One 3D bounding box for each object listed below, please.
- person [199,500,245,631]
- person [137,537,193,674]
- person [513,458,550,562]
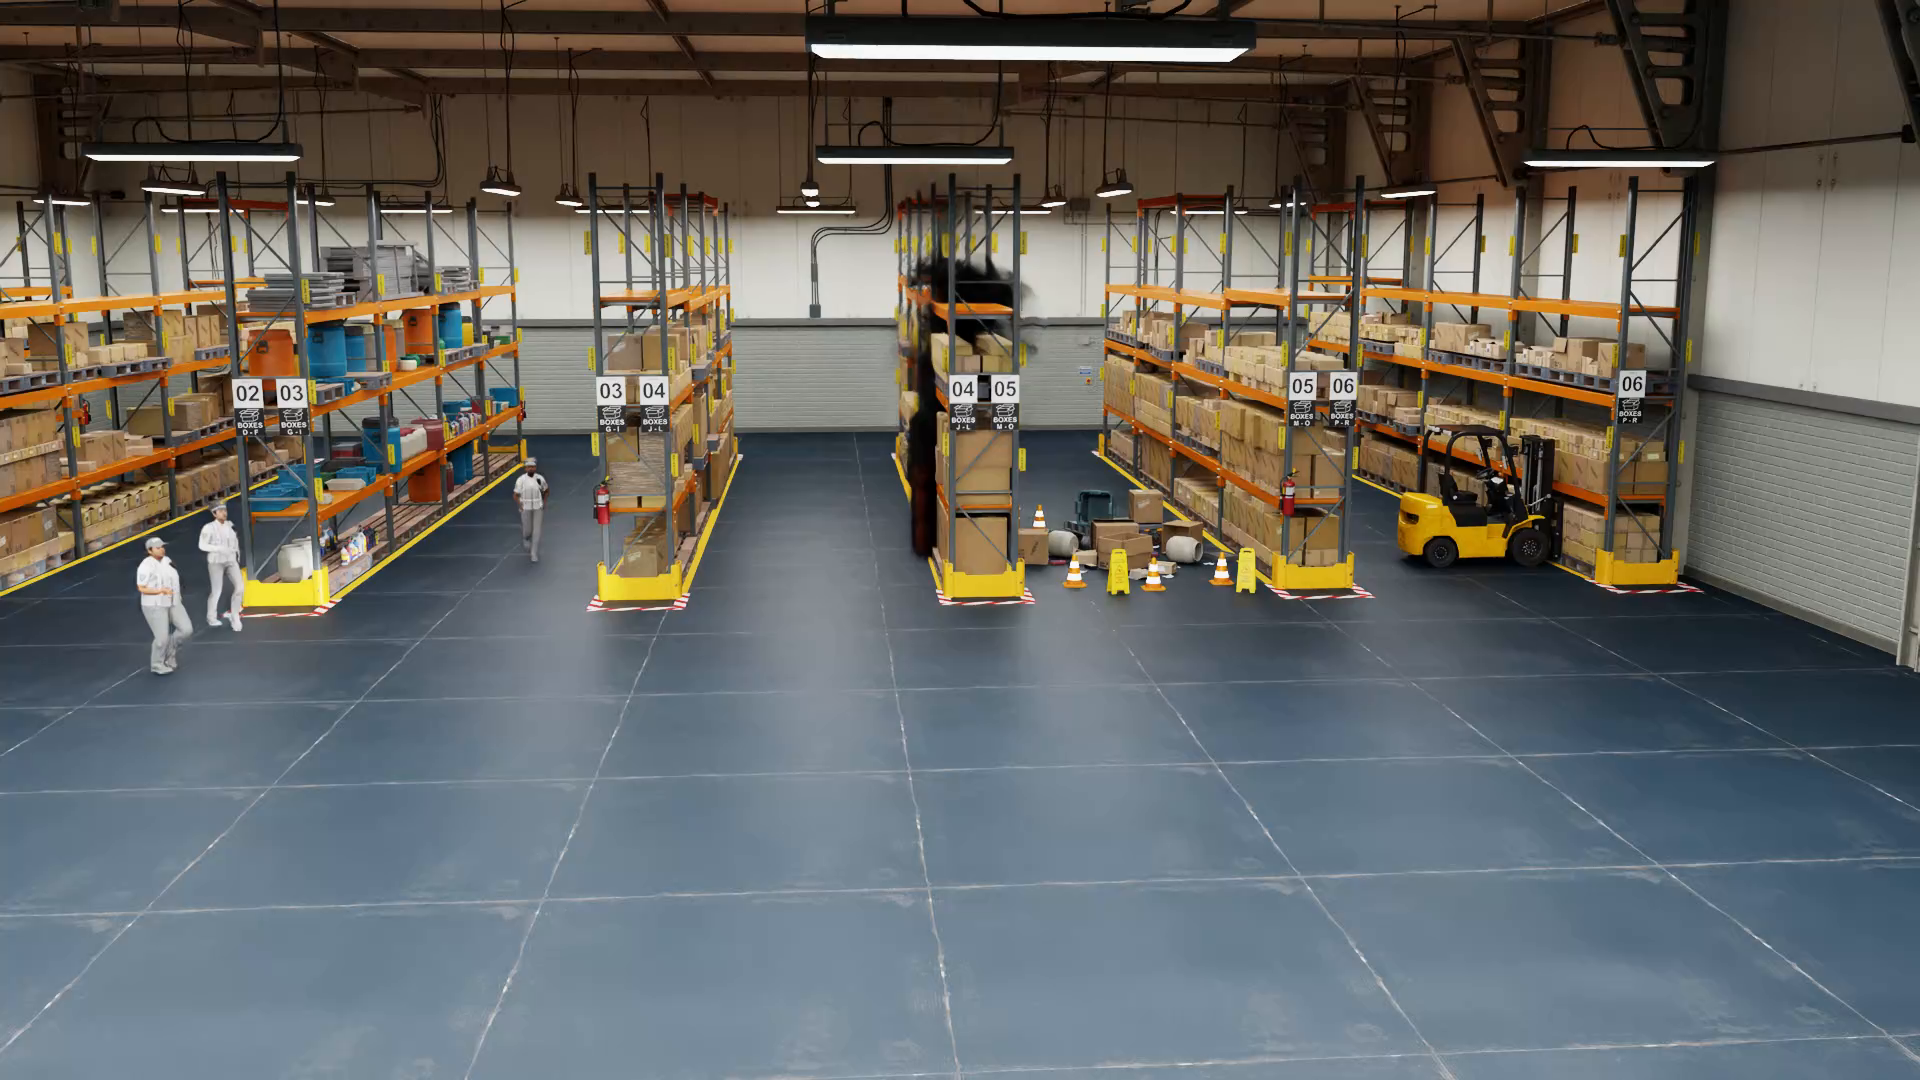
[{"bbox_3d":[-9.714,0.334,21.944,0.623,1.736,0.618,8,13,39],"label":"person"},{"bbox_3d":[-9.349,0.772,19.602,0.559,1.627,0.592,4,11,23],"label":"person"},{"bbox_3d":[-6.884,-0.504,26.779,0.577,1.664,0.737,-4,11,-19],"label":"person"}]
